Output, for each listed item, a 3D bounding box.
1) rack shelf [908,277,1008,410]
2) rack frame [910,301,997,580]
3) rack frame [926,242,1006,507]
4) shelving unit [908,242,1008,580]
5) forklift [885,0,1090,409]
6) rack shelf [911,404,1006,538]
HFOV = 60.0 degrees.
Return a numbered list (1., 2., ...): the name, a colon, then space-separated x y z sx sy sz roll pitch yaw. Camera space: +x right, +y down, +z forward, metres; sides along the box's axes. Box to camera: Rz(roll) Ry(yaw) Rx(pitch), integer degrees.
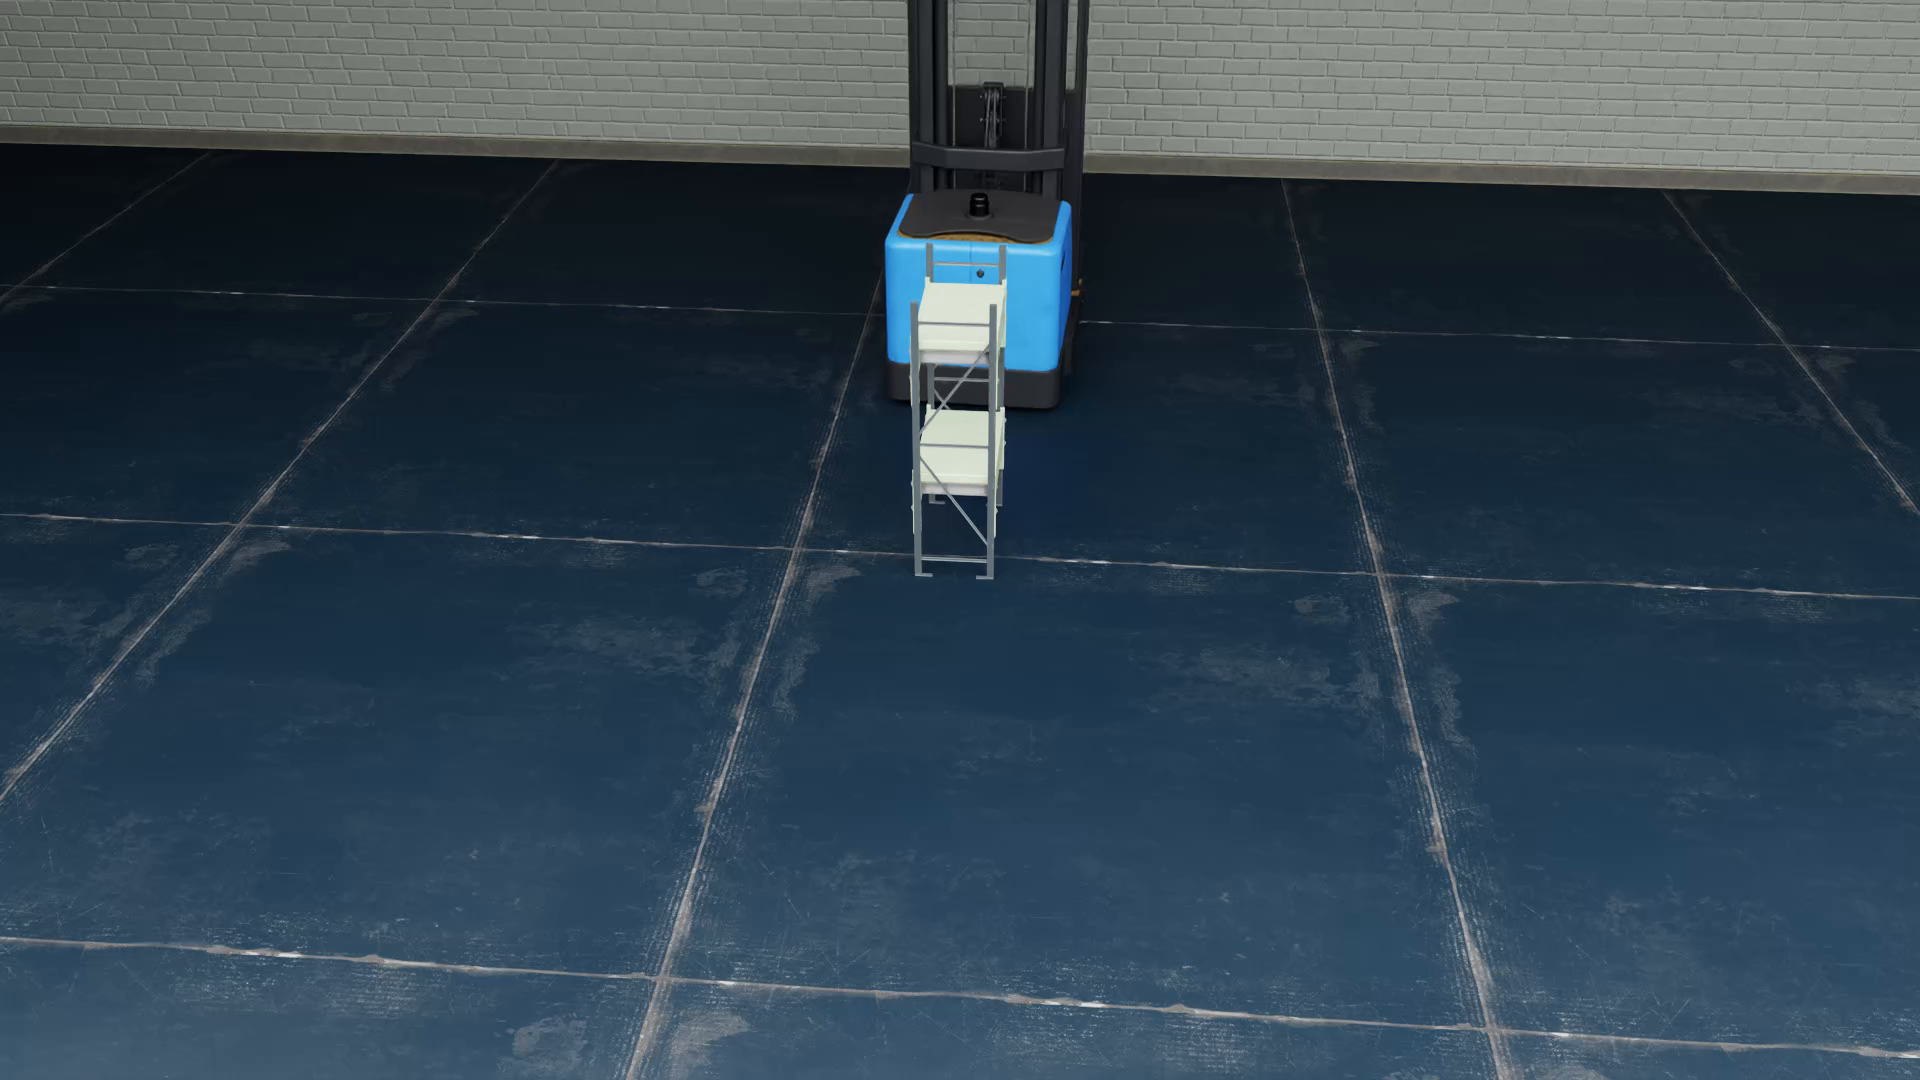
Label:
1. rack shelf: 0.001 -0.974 8.157 0.431 0.370 0.720 2 32 4
2. rack frame: -0.029 -0.451 8.052 0.400 1.500 0.023 2 32 4
3. rack frame: 0.030 -0.833 8.673 0.400 1.500 0.023 2 32 4
4. shelving unit: 0.001 -0.642 8.362 0.431 1.500 0.755 2 32 4
5. forklift: 0.262 -2.784 10.473 1.130 2.935 3.031 4 32 7
6. rack shelf: 0.001 -0.364 8.533 0.431 0.370 0.720 2 32 4
